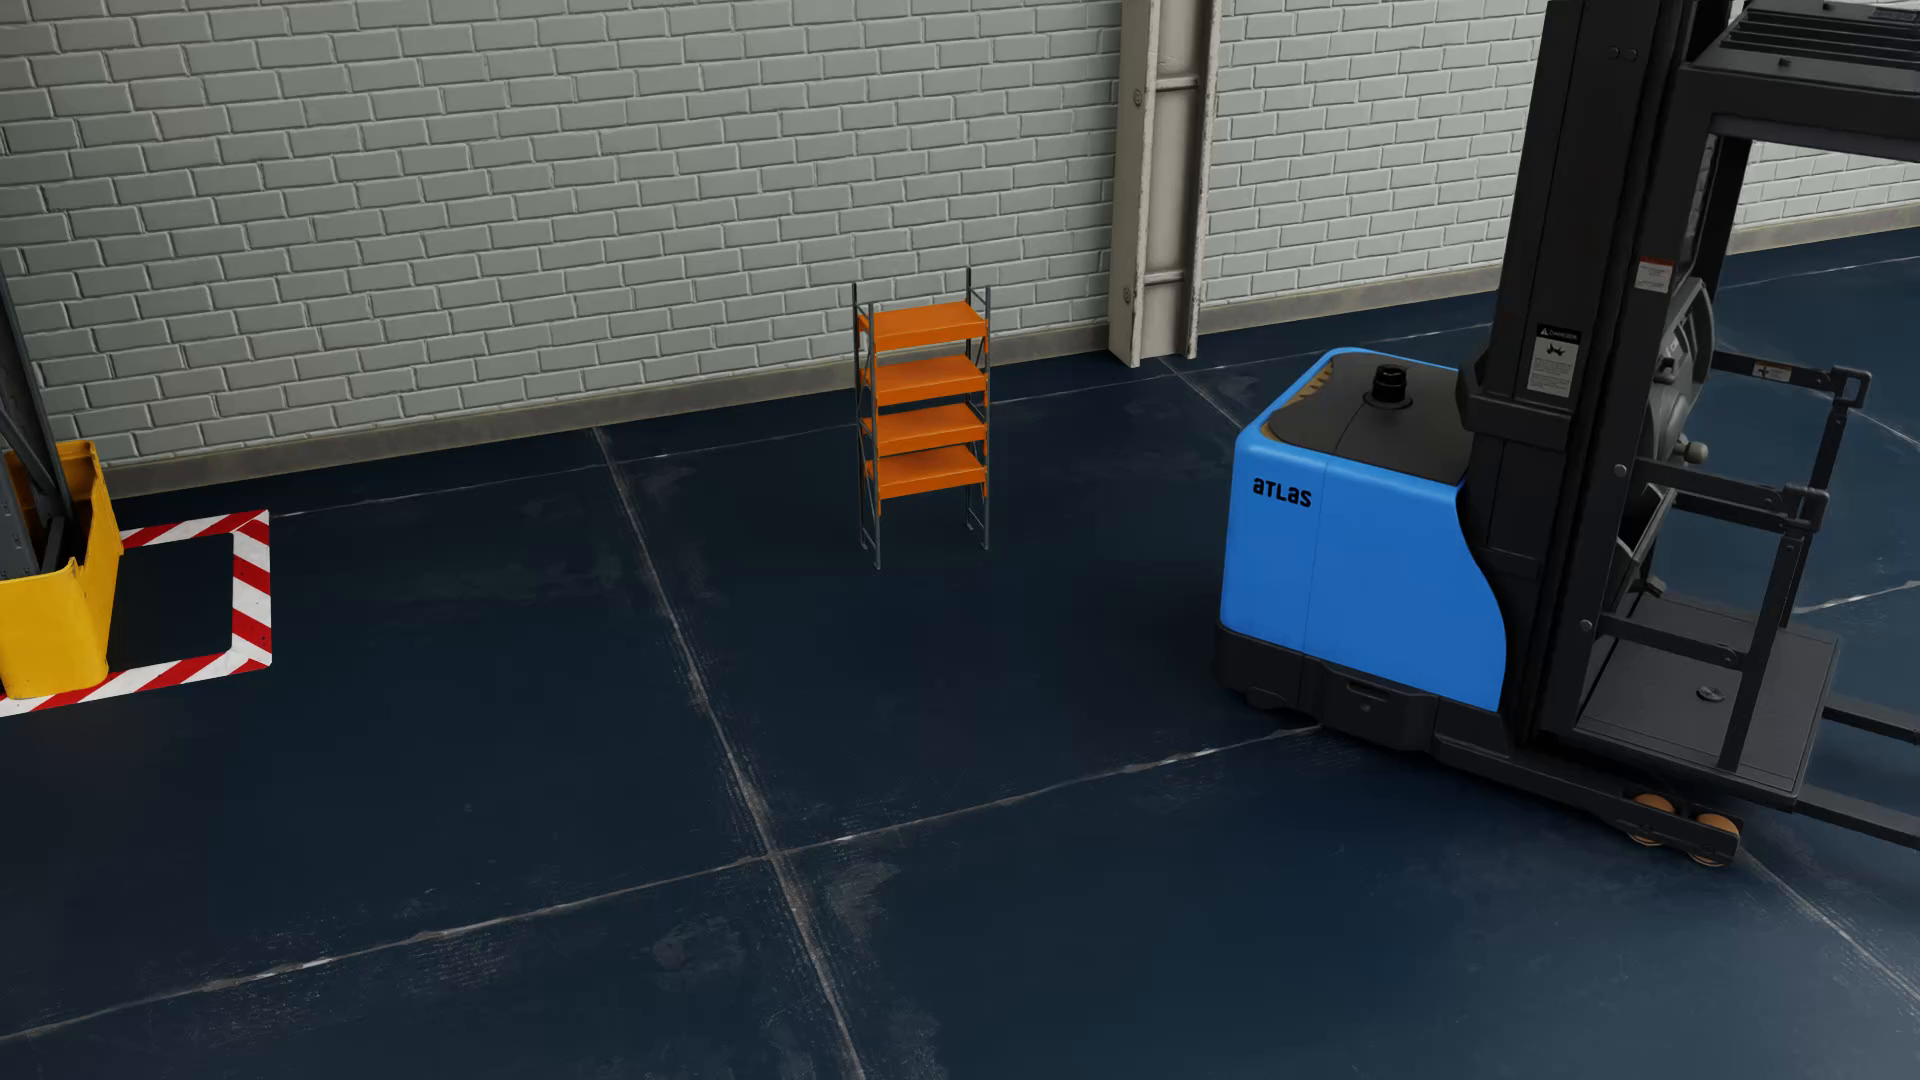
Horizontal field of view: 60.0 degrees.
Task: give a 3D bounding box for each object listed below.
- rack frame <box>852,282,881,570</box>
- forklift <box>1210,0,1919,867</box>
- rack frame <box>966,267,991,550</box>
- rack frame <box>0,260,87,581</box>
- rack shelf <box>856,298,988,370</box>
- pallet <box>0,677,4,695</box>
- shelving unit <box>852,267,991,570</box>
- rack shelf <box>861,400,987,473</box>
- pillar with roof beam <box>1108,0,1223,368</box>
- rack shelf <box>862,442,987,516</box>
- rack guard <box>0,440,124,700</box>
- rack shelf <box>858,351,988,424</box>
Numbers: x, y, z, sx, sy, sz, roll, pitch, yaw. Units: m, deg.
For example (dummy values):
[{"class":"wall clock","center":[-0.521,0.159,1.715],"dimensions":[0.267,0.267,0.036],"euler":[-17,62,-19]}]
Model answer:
[{"class":"rack frame","center":[-0.384,-0.451,6.829],"dimensions":[0.015,1.200,0.240],"euler":[-10,31,-18]},{"class":"forklift","center":[2.461,-0.517,5.196],"dimensions":[3.031,2.935,1.130],"euler":[17,34,27]},{"class":"rack frame","center":[0.074,-0.535,6.977],"dimensions":[0.015,1.200,0.240],"euler":[-10,31,-18]},{"class":"rack frame","center":[-3.617,-0.993,5.962],"dimensions":[0.127,3.000,1.000],"euler":[-10,31,-18]},{"class":"rack shelf","center":[-0.155,-0.834,6.708],"dimensions":[0.480,0.148,0.258],"euler":[-10,31,-18]},{"class":"pallet","center":[-4.320,0.370,6.387],"dimensions":[1.213,0.211,1.003],"euler":[-10,31,-18]},{"class":"shelving unit","center":[-0.155,-0.493,6.903],"dimensions":[0.503,1.200,0.258],"euler":[-10,31,-18]},{"class":"rack shelf","center":[-0.155,-0.434,6.936],"dimensions":[0.480,0.148,0.258],"euler":[-10,31,-18]},{"class":"pillar with roof beam","center":[2.540,-2.936,3.312],"dimensions":[0.400,9.000,9.100],"euler":[-10,31,-18]},{"class":"rack shelf","center":[-0.155,-0.262,7.034],"dimensions":[0.480,0.148,0.258],"euler":[-10,31,-18]},{"class":"rack guard","center":[-3.595,0.089,6.588],"dimensions":[0.348,0.500,1.175],"euler":[-10,31,-18]},{"class":"rack shelf","center":[-0.155,-0.629,6.825],"dimensions":[0.480,0.148,0.258],"euler":[-10,31,-18]}]
